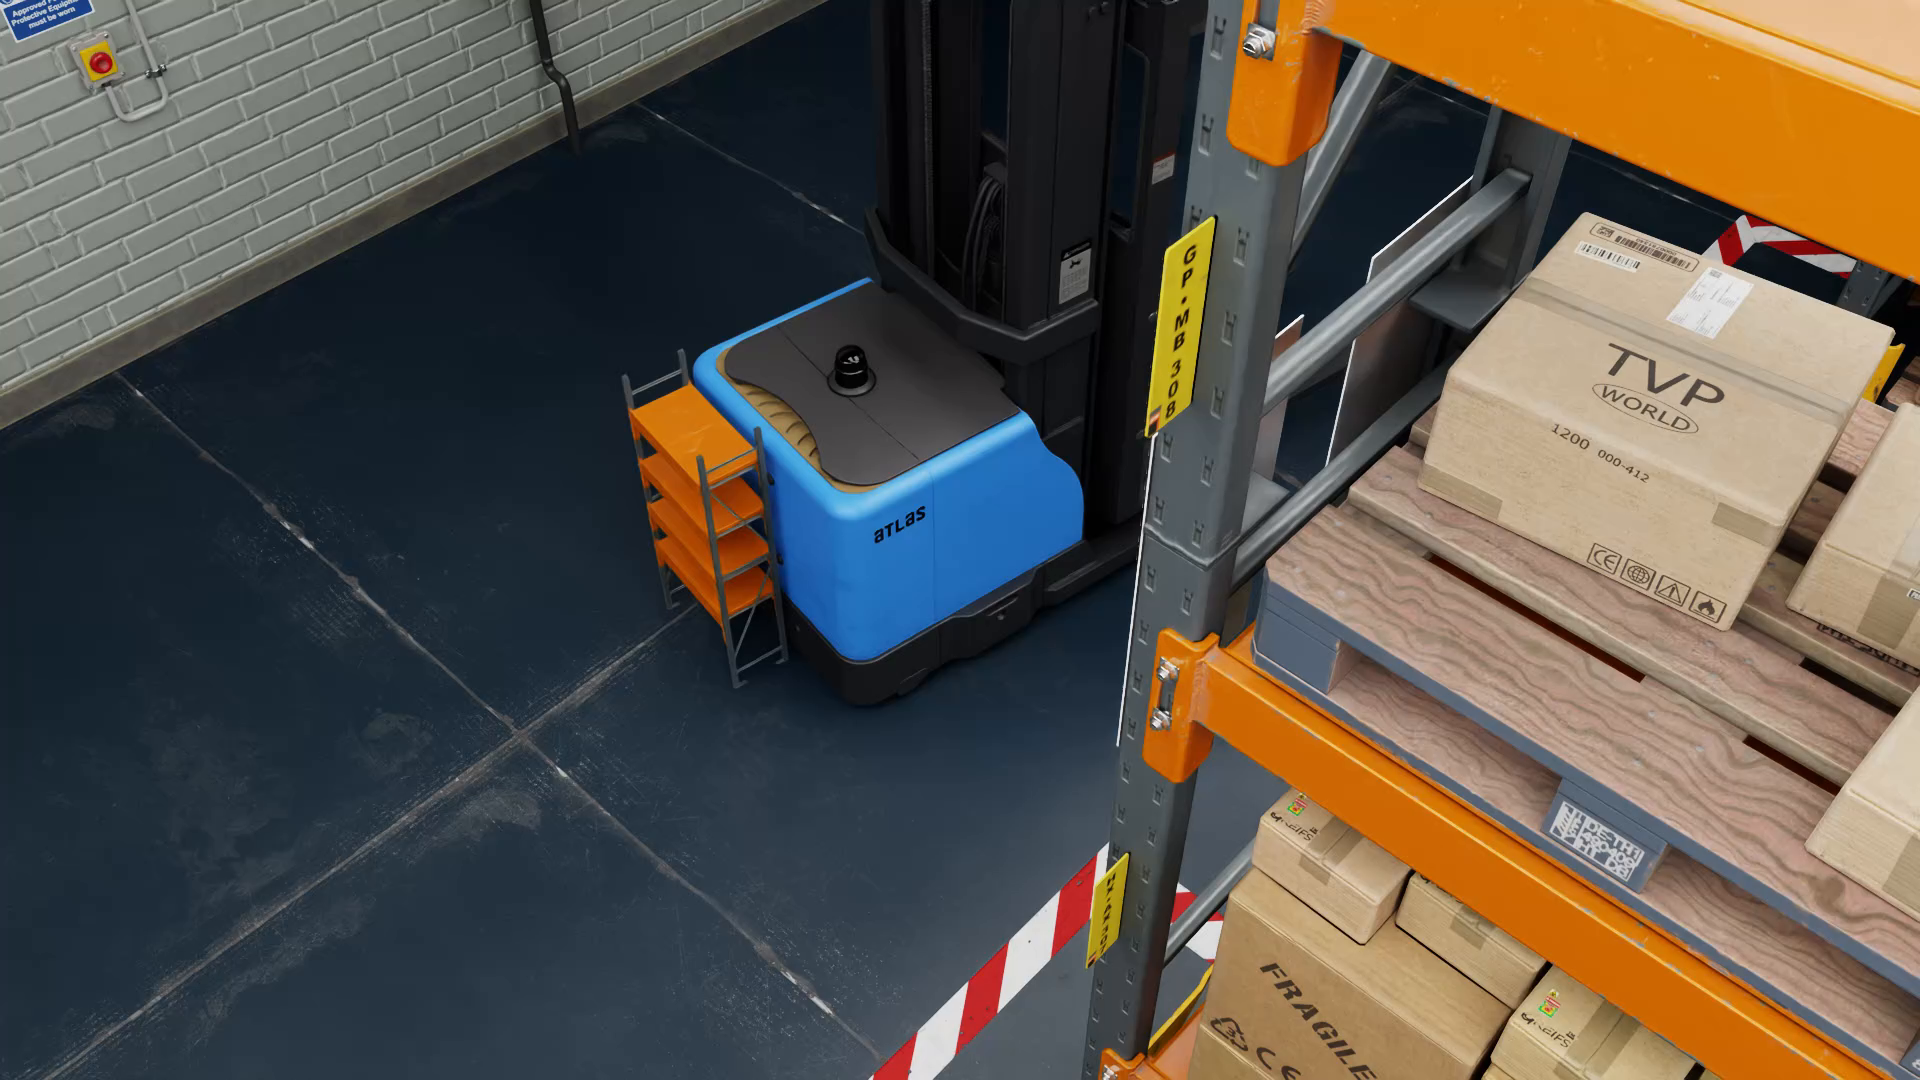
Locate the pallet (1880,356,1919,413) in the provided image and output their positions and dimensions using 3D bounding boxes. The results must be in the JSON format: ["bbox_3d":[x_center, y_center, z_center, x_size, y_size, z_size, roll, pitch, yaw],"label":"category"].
[{"bbox_3d":[4.682,-0.497,7.072,1.213,0.211,1.003,34,55,28],"label":"pallet"}]

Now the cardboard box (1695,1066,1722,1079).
[{"bbox_3d":[1.309,0.905,2.643,0.250,0.149,0.380,32,55,27],"label":"cardboard box"}]

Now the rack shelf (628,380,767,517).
[{"bbox_3d":[-0.899,-0.318,5.686,0.258,0.148,0.480,-29,53,-24],"label":"rack shelf"}]

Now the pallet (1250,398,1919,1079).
[{"bbox_3d":[1.228,0.143,2.562,1.213,0.211,1.003,34,55,28],"label":"pallet"}]

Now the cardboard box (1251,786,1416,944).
[{"bbox_3d":[0.749,0.503,3.020,0.250,0.149,0.380,35,56,28],"label":"cardboard box"}]

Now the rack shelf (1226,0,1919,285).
[{"bbox_3d":[2.146,0.097,1.255,4.000,0.370,1.077,34,55,28],"label":"rack shelf"}]

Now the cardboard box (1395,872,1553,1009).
[{"bbox_3d":[0.990,0.595,2.935,0.250,0.149,0.380,35,56,28],"label":"cardboard box"}]

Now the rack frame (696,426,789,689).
[{"bbox_3d":[-0.751,0.093,5.840,0.240,1.200,0.015,-29,53,-24],"label":"rack frame"}]

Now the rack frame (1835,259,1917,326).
[{"bbox_3d":[4.040,-1.883,6.460,0.127,3.000,1.000,34,55,28],"label":"rack frame"}]

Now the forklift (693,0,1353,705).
[{"bbox_3d":[0.516,-1.288,5.949,3.031,2.935,1.130,-29,53,-24],"label":"forklift"}]

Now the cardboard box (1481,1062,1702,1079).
[{"bbox_3d":[1.220,1.043,2.959,0.500,0.500,0.500,32,55,27],"label":"cardboard box"}]

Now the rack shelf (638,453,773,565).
[{"bbox_3d":[-0.899,-0.156,5.859,0.258,0.148,0.480,-29,53,-24],"label":"rack shelf"}]

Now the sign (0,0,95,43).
[{"bbox_3d":[-3.561,-2.094,6.474,0.001,0.218,0.327,34,55,28],"label":"sign"}]

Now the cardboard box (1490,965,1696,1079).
[{"bbox_3d":[1.103,0.785,2.756,0.250,0.149,0.380,36,56,29],"label":"cardboard box"}]

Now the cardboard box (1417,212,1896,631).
[{"bbox_3d":[1.068,-0.201,2.570,0.500,0.250,0.500,29,53,25],"label":"cardboard box"}]

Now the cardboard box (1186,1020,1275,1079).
[{"bbox_3d":[0.834,1.135,3.558,0.500,0.500,0.500,34,55,27],"label":"cardboard box"}]

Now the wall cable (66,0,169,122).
[{"bbox_3d":[-3.484,-2.356,6.186,0.123,1.953,0.585,34,55,28],"label":"wall cable"}]

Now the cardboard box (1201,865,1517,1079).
[{"bbox_3d":[0.835,0.791,3.195,0.500,0.500,0.500,33,55,27],"label":"cardboard box"}]

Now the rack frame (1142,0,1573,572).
[{"bbox_3d":[0.676,-1.276,1.775,0.127,3.000,1.000,34,55,28],"label":"rack frame"}]

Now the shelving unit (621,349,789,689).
[{"bbox_3d":[-0.899,-0.049,5.973,0.258,1.200,0.503,-29,53,-24],"label":"shelving unit"}]

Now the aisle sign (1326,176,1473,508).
[{"bbox_3d":[0.833,-0.314,3.204,0.004,0.787,0.394,34,55,28],"label":"aisle sign"}]

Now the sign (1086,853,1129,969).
[{"bbox_3d":[0.295,0.749,3.341,0.005,0.325,0.100,34,55,28],"label":"sign"}]

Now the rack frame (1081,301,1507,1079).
[{"bbox_3d":[0.676,0.778,3.962,0.127,3.000,1.000,34,55,28],"label":"rack frame"}]

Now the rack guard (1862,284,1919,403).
[{"bbox_3d":[4.095,-0.990,7.336,0.348,0.500,1.175,34,55,28],"label":"rack guard"}]

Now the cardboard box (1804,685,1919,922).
[{"bbox_3d":[1.319,0.320,2.150,0.250,0.149,0.380,36,56,29],"label":"cardboard box"}]

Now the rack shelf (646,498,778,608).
[{"bbox_3d":[-0.899,-0.003,6.022,0.258,0.148,0.480,-29,53,-24],"label":"rack shelf"}]

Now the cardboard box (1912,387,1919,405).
[{"bbox_3d":[4.425,-0.819,6.886,0.637,0.503,0.797,32,54,26],"label":"cardboard box"}]

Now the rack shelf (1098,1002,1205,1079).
[{"bbox_3d":[2.146,2.013,3.296,4.000,0.370,1.077,34,55,28],"label":"rack shelf"}]

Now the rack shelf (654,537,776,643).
[{"bbox_3d":[-0.898,0.133,6.167,0.258,0.148,0.480,-29,53,-24],"label":"rack shelf"}]

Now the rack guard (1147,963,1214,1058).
[{"bbox_3d":[0.658,1.622,4.884,0.348,0.500,1.175,34,55,28],"label":"rack guard"}]

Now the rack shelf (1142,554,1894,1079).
[{"bbox_3d":[2.146,0.986,2.202,4.000,0.370,1.077,34,55,28],"label":"rack shelf"}]

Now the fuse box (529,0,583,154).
[{"bbox_3d":[-1.952,-2.610,8.027,0.414,1.711,0.539,34,55,28],"label":"fuse box"}]

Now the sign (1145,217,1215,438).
[{"bbox_3d":[0.295,-0.281,2.245,0.005,0.325,0.100,34,55,28],"label":"sign"}]

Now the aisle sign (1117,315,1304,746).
[{"bbox_3d":[0.426,0.008,2.902,0.004,0.787,0.394,34,55,28],"label":"aisle sign"}]

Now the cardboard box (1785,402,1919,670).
[{"bbox_3d":[1.430,-0.002,2.452,0.250,0.149,0.380,30,54,25],"label":"cardboard box"}]

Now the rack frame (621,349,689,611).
[{"bbox_3d":[-1.046,-0.191,6.106,0.240,1.200,0.015,-29,53,-24],"label":"rack frame"}]
